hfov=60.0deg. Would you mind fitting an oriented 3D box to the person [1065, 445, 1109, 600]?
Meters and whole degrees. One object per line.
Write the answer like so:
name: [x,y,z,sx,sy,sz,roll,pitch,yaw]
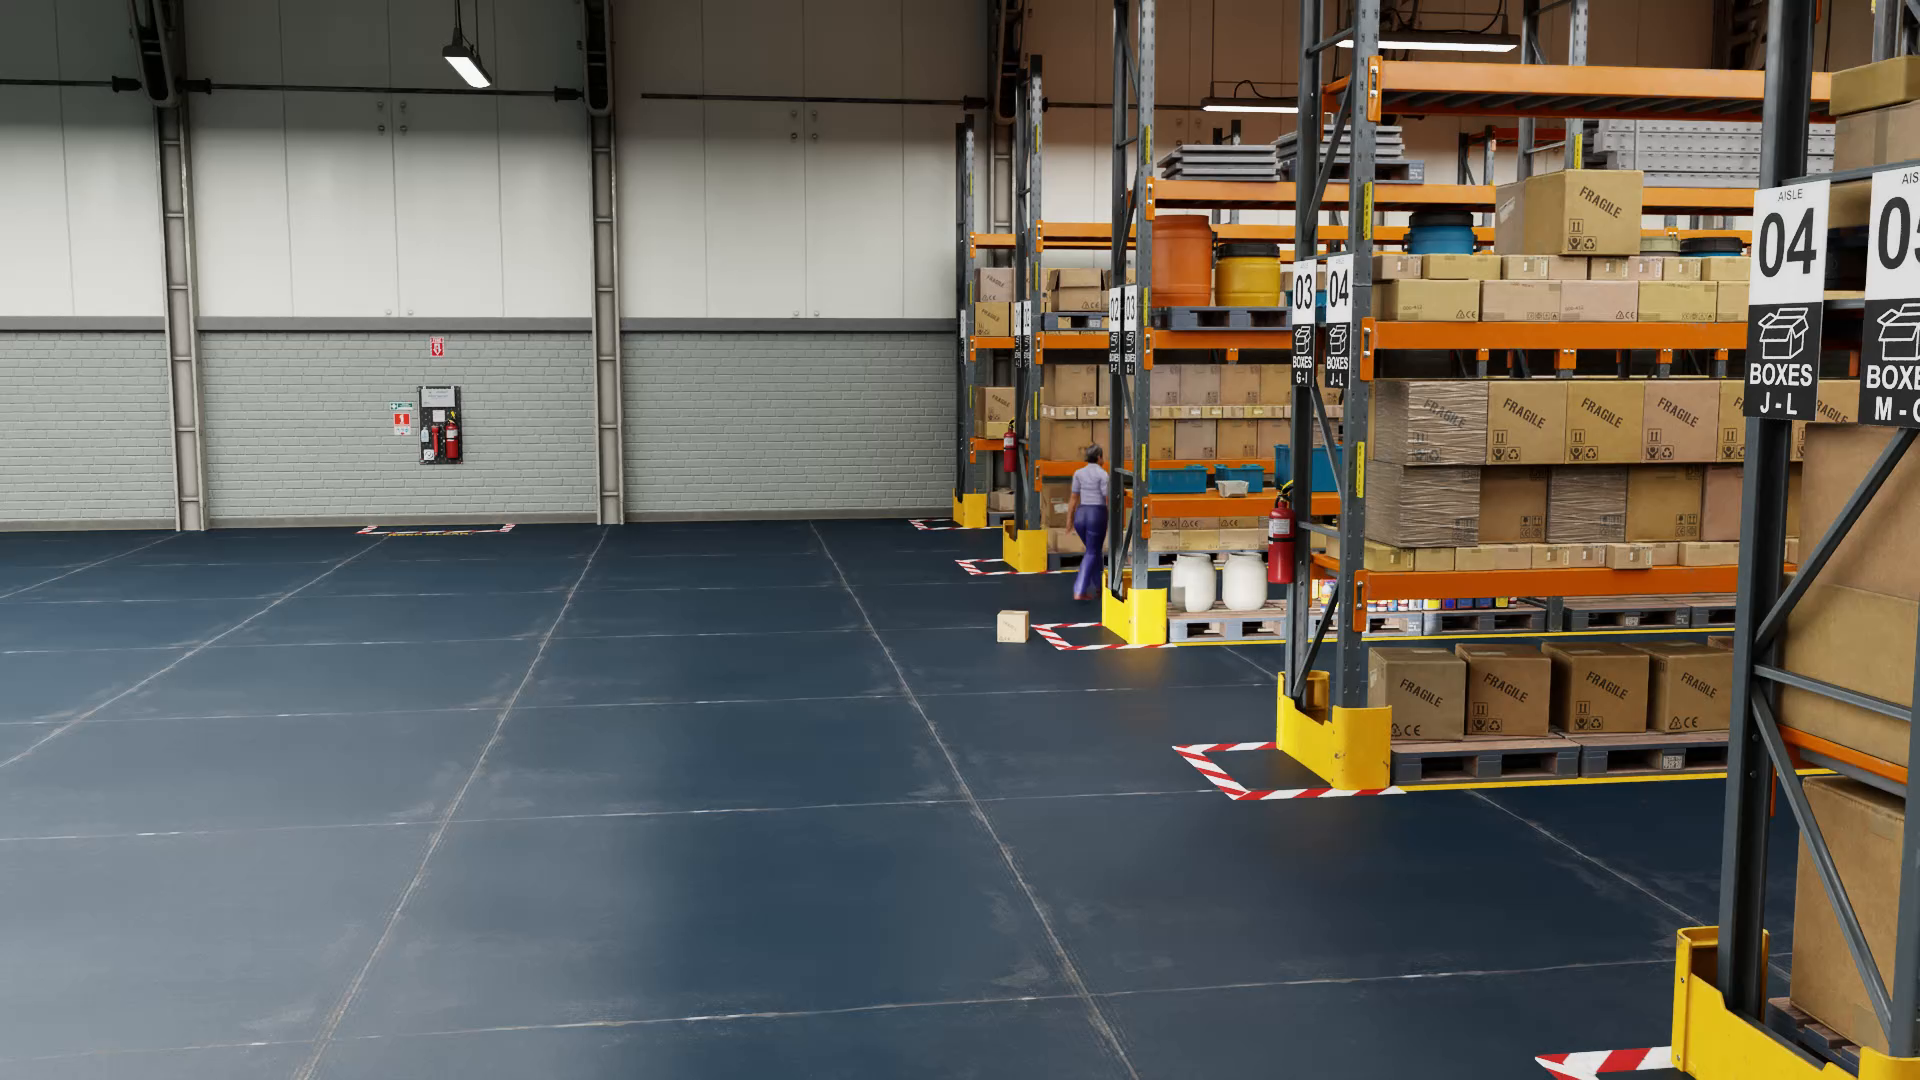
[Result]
person: [1.442,-0.169,17.432,0.518,1.666,0.807,6,9,44]
